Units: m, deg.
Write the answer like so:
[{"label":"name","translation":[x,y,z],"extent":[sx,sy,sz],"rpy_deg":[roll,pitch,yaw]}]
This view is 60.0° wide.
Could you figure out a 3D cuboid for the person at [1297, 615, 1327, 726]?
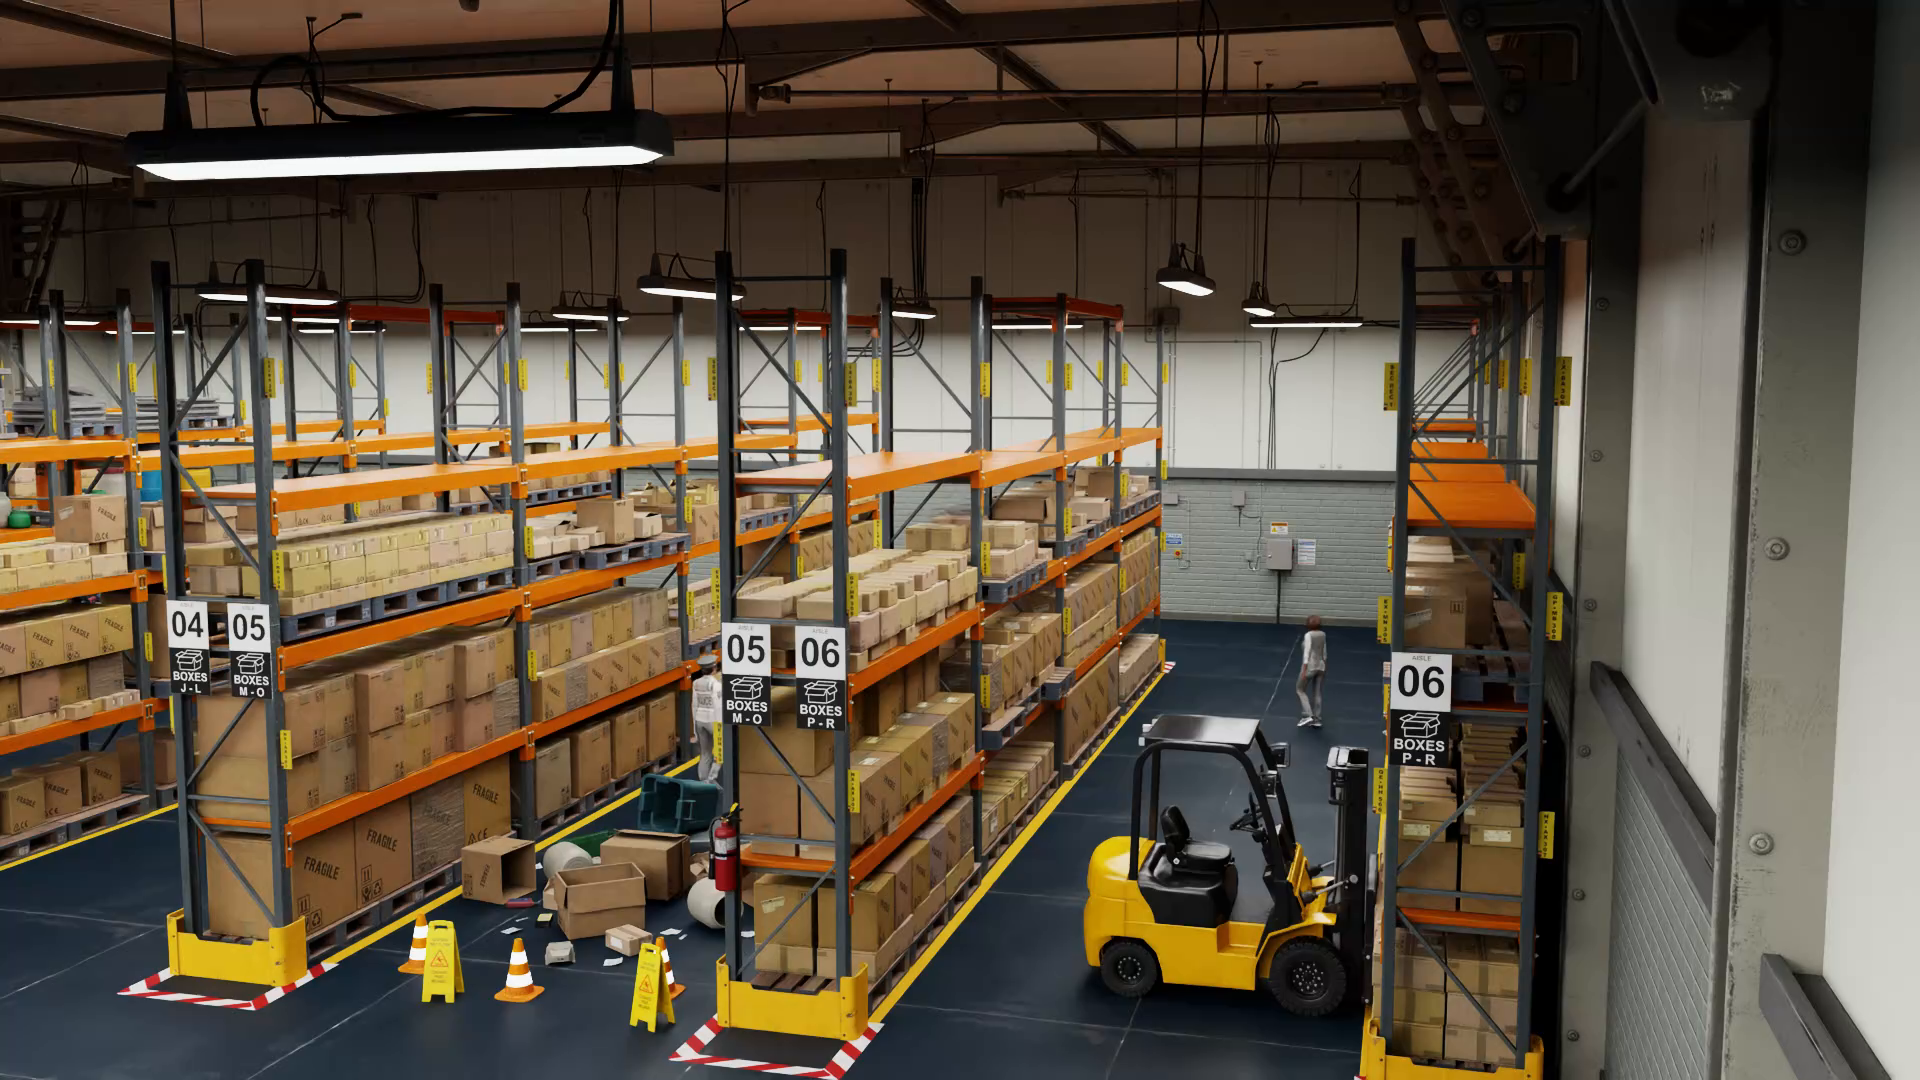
[{"label":"person","translation":[5.047,1.873,23.753],"extent":[0.445,1.604,0.331],"rpy_deg":[-3,7,-29]}]

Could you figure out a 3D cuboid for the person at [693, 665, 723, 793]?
[{"label":"person","translation":[-2.999,2.243,19.938],"extent":[0.458,1.631,0.441],"rpy_deg":[4,7,31]}]
